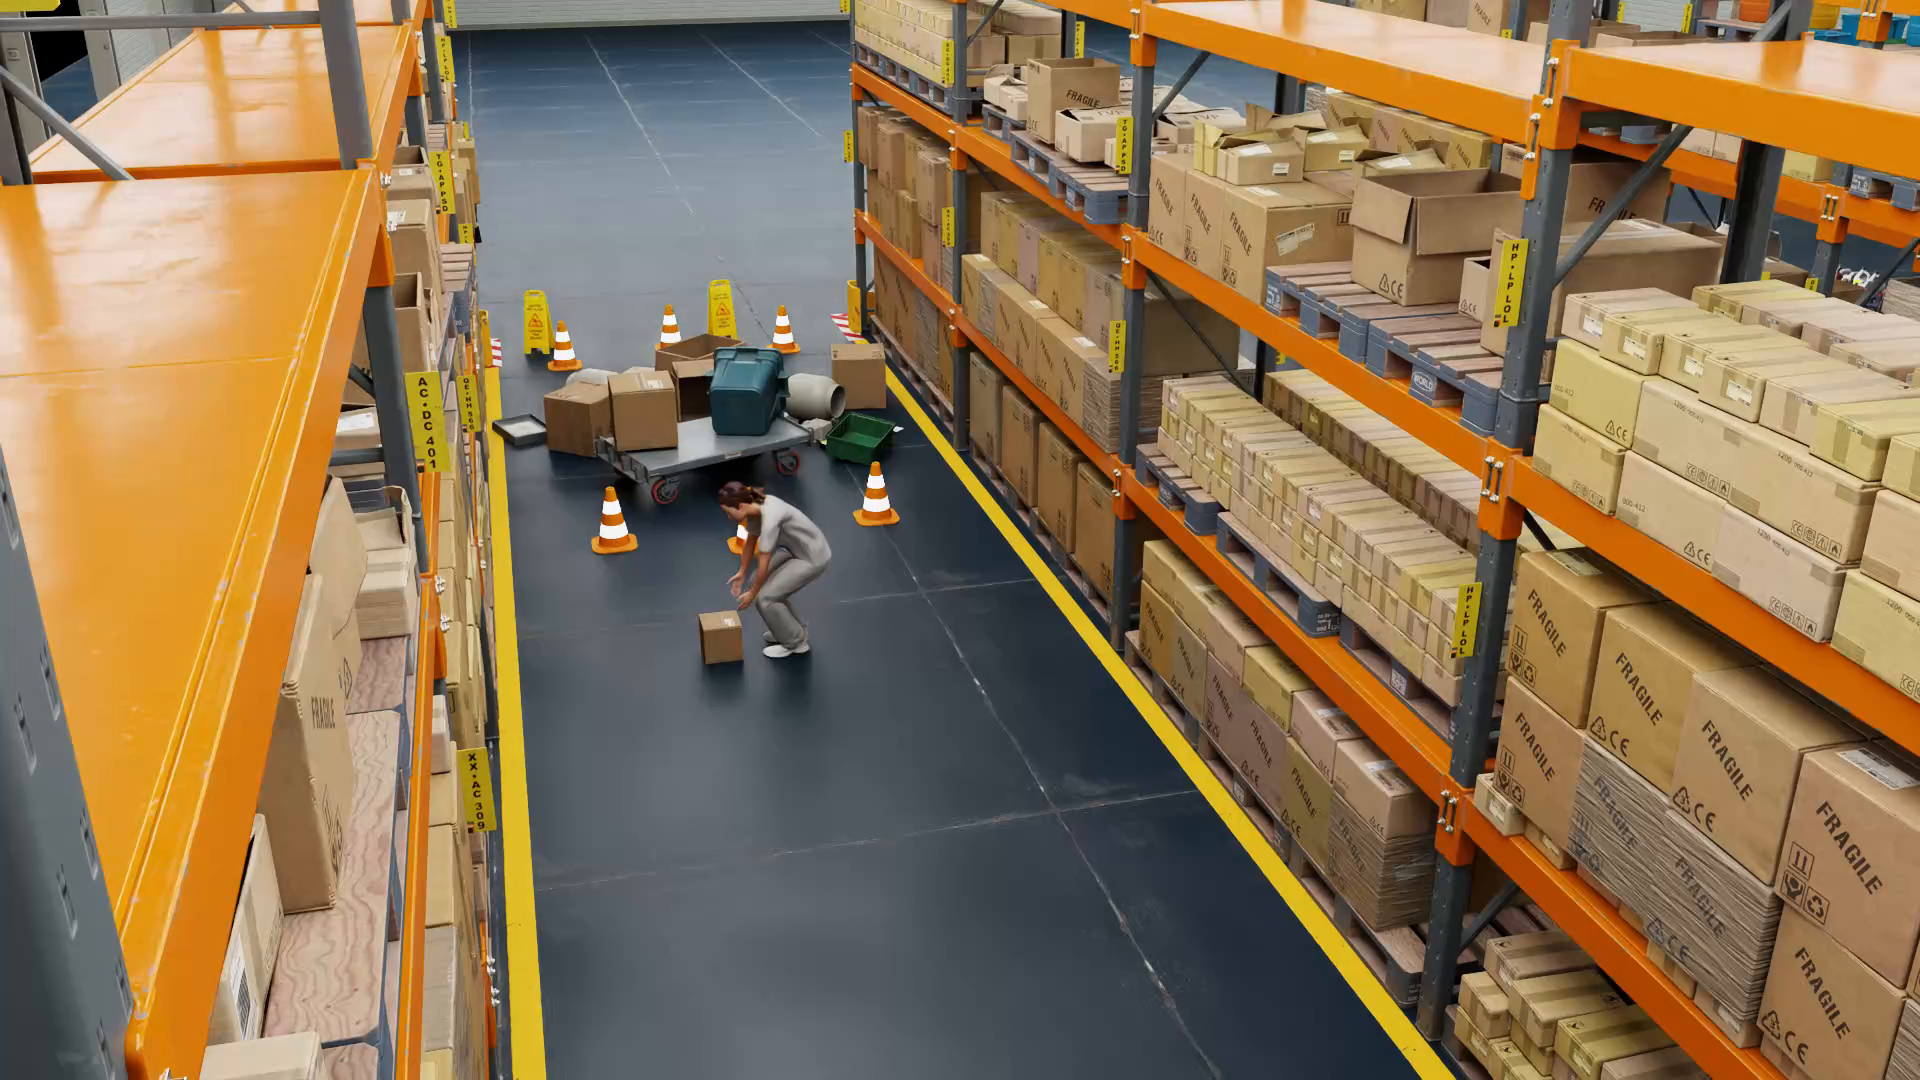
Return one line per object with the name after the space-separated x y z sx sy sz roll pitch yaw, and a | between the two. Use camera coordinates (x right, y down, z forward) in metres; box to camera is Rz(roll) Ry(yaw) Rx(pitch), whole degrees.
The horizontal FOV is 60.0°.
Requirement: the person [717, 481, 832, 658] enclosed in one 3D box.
-1.191 0.164 10.803 0.720 1.216 0.495 -6 24 -14 | person
